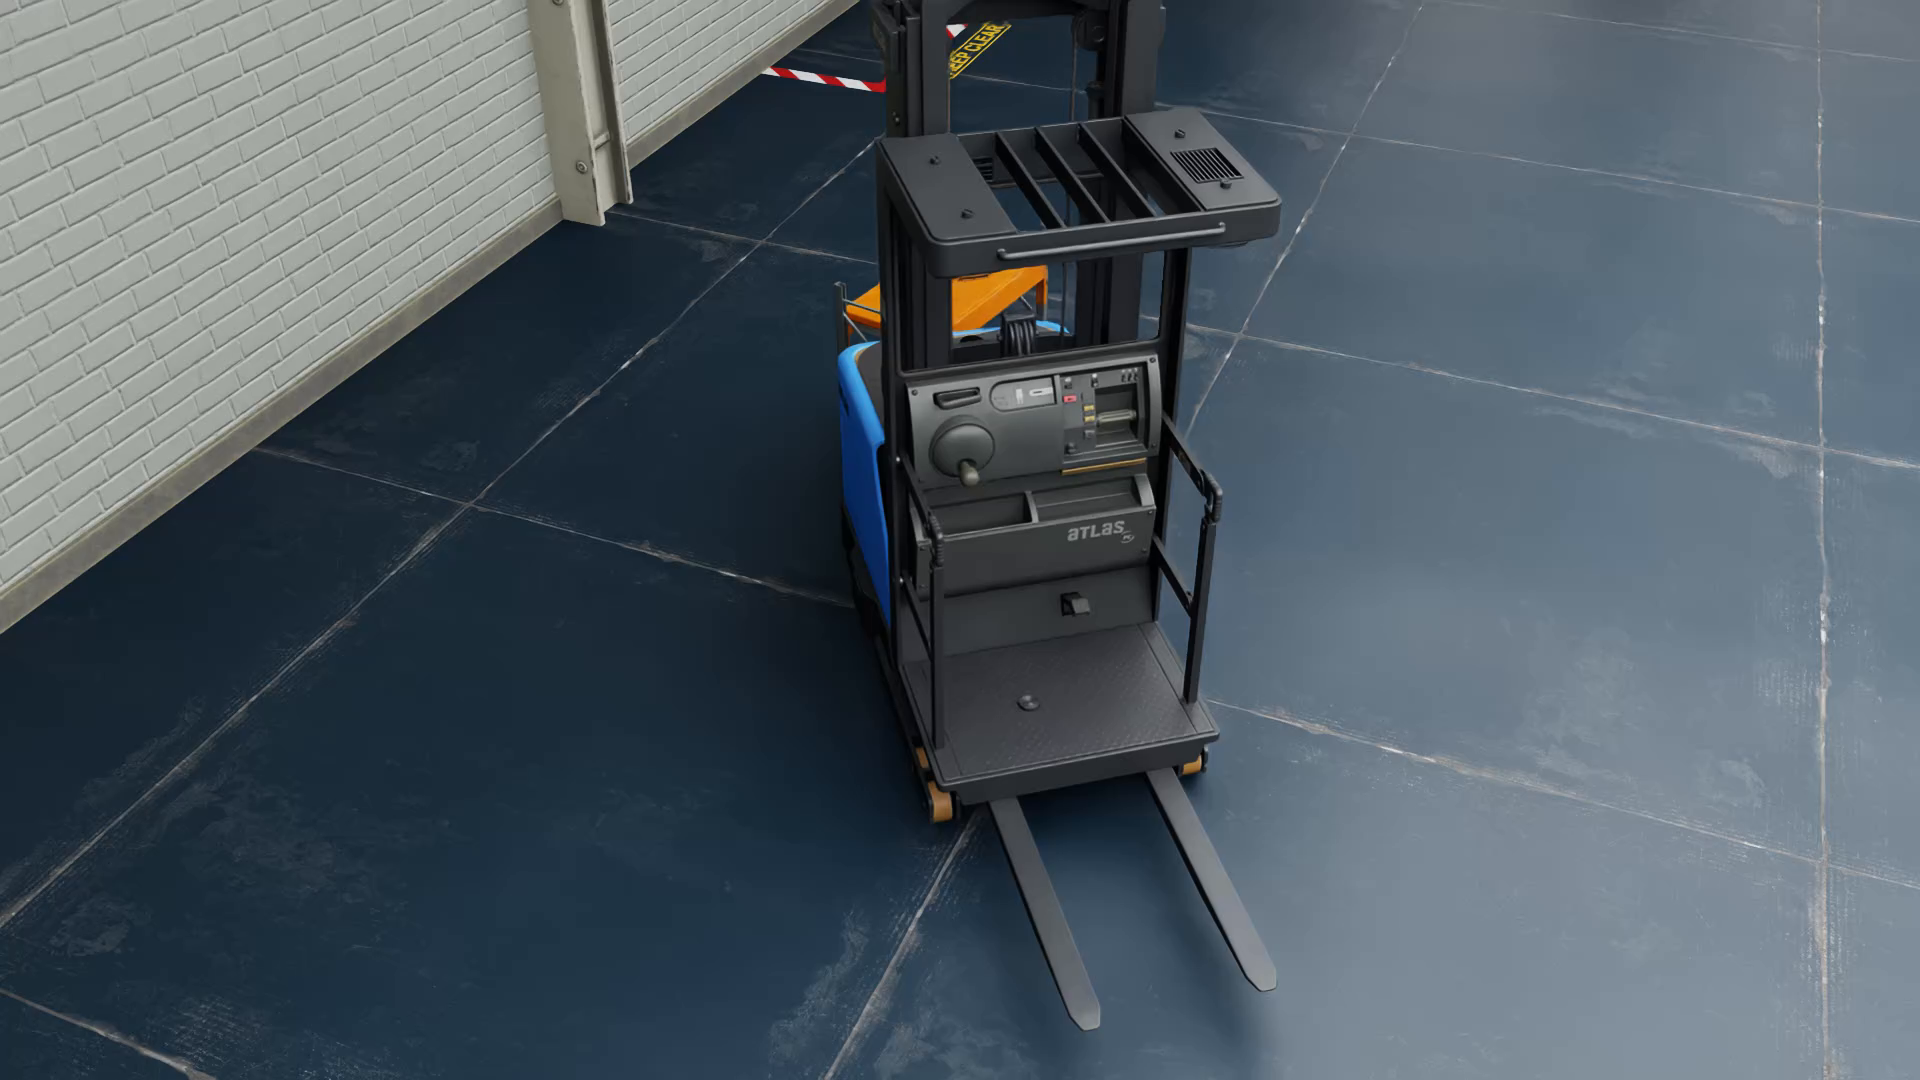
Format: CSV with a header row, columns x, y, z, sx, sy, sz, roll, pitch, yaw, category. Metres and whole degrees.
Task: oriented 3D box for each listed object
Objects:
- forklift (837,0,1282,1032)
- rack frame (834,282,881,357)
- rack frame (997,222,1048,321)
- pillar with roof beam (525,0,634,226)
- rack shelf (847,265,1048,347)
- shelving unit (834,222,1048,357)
x,y,z,sx,sy,sz,roll,pitch,yaw,category
0.330,-0.361,5.785,1.130,2.935,3.031,-9,38,-12,forklift
-0.344,-0.613,7.631,0.500,1.125,0.032,21,42,26,rack frame
0.209,-1.124,8.314,0.500,1.125,0.032,21,42,26,rack frame
1.674,-4.724,6.554,9.100,9.000,0.400,14,39,18,pillar with roof beam
-0.067,-1.103,7.797,0.538,0.278,1.000,21,42,26,rack shelf
-0.067,-0.868,7.972,0.538,1.125,1.048,21,42,26,shelving unit
